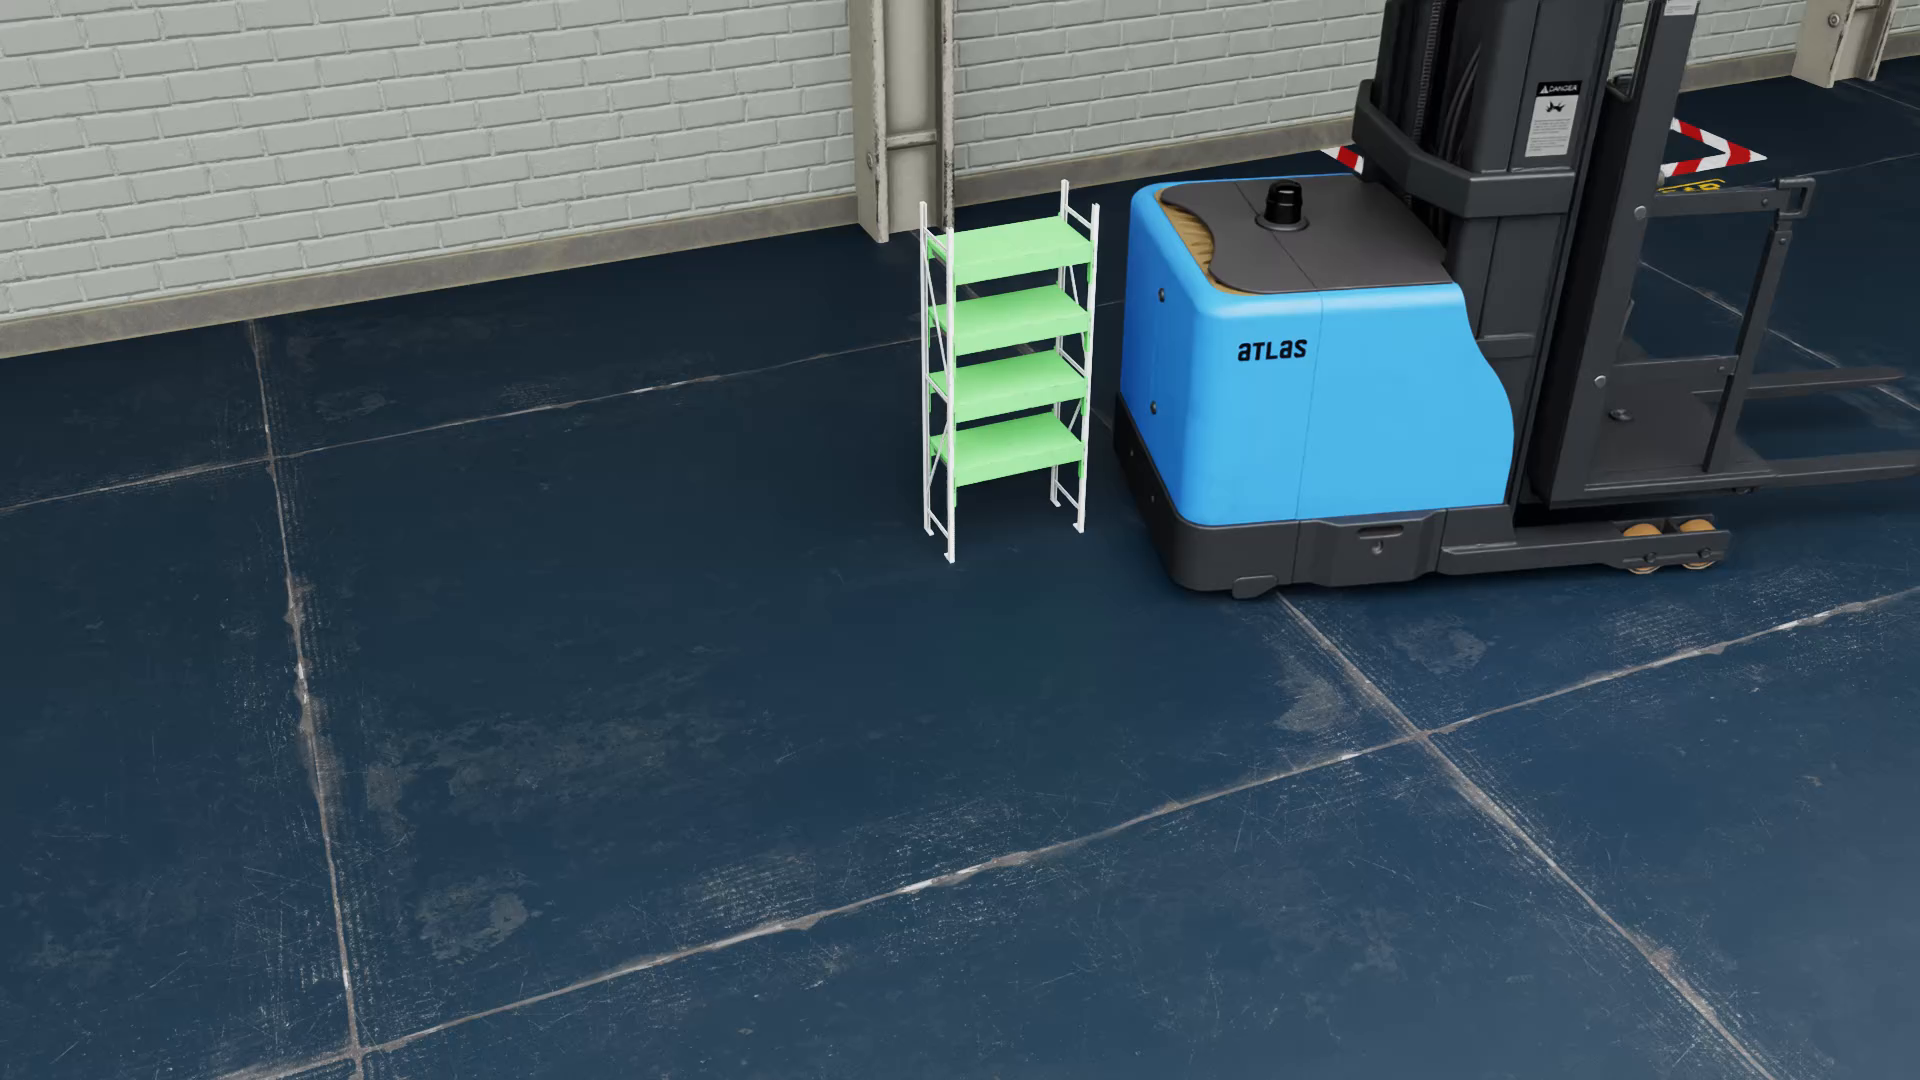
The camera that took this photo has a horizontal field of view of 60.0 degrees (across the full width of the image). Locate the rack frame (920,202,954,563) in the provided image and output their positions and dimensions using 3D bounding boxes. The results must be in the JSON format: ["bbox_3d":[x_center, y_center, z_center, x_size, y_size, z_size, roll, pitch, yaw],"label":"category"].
[{"bbox_3d":[-0.072,-0.486,5.397,0.015,1.200,0.240,-13,35,-19],"label":"rack frame"}]

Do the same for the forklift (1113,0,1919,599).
[{"bbox_3d":[2.125,-1.396,5.208,3.031,2.935,1.130,-5,33,-7],"label":"forklift"}]

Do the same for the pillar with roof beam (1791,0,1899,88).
[{"bbox_3d":[6.932,-4.408,4.273,0.400,9.000,9.100,-13,35,-19],"label":"pillar with roof beam"}]

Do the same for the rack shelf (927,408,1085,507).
[{"bbox_3d":[0.153,-0.283,5.642,0.480,0.148,0.258,-13,35,-19],"label":"rack shelf"}]

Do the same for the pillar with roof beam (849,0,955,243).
[{"bbox_3d":[1.400,-3.141,2.326,0.400,9.000,9.100,-13,35,-19],"label":"pillar with roof beam"}]

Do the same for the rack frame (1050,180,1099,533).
[{"bbox_3d":[0.378,-0.589,5.556,0.015,1.200,0.240,-13,35,-19],"label":"rack frame"}]

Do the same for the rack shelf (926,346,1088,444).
[{"bbox_3d":[0.153,-0.484,5.511,0.480,0.148,0.258,-13,35,-19],"label":"rack shelf"}]

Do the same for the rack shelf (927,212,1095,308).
[{"bbox_3d":[0.153,-0.887,5.250,0.480,0.148,0.258,-13,35,-19],"label":"rack shelf"}]

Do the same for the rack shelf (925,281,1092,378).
[{"bbox_3d":[0.153,-0.685,5.380,0.480,0.148,0.258,-13,35,-19],"label":"rack shelf"}]

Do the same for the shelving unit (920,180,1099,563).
[{"bbox_3d":[0.153,-0.538,5.476,0.503,1.200,0.258,-13,35,-19],"label":"shelving unit"}]
